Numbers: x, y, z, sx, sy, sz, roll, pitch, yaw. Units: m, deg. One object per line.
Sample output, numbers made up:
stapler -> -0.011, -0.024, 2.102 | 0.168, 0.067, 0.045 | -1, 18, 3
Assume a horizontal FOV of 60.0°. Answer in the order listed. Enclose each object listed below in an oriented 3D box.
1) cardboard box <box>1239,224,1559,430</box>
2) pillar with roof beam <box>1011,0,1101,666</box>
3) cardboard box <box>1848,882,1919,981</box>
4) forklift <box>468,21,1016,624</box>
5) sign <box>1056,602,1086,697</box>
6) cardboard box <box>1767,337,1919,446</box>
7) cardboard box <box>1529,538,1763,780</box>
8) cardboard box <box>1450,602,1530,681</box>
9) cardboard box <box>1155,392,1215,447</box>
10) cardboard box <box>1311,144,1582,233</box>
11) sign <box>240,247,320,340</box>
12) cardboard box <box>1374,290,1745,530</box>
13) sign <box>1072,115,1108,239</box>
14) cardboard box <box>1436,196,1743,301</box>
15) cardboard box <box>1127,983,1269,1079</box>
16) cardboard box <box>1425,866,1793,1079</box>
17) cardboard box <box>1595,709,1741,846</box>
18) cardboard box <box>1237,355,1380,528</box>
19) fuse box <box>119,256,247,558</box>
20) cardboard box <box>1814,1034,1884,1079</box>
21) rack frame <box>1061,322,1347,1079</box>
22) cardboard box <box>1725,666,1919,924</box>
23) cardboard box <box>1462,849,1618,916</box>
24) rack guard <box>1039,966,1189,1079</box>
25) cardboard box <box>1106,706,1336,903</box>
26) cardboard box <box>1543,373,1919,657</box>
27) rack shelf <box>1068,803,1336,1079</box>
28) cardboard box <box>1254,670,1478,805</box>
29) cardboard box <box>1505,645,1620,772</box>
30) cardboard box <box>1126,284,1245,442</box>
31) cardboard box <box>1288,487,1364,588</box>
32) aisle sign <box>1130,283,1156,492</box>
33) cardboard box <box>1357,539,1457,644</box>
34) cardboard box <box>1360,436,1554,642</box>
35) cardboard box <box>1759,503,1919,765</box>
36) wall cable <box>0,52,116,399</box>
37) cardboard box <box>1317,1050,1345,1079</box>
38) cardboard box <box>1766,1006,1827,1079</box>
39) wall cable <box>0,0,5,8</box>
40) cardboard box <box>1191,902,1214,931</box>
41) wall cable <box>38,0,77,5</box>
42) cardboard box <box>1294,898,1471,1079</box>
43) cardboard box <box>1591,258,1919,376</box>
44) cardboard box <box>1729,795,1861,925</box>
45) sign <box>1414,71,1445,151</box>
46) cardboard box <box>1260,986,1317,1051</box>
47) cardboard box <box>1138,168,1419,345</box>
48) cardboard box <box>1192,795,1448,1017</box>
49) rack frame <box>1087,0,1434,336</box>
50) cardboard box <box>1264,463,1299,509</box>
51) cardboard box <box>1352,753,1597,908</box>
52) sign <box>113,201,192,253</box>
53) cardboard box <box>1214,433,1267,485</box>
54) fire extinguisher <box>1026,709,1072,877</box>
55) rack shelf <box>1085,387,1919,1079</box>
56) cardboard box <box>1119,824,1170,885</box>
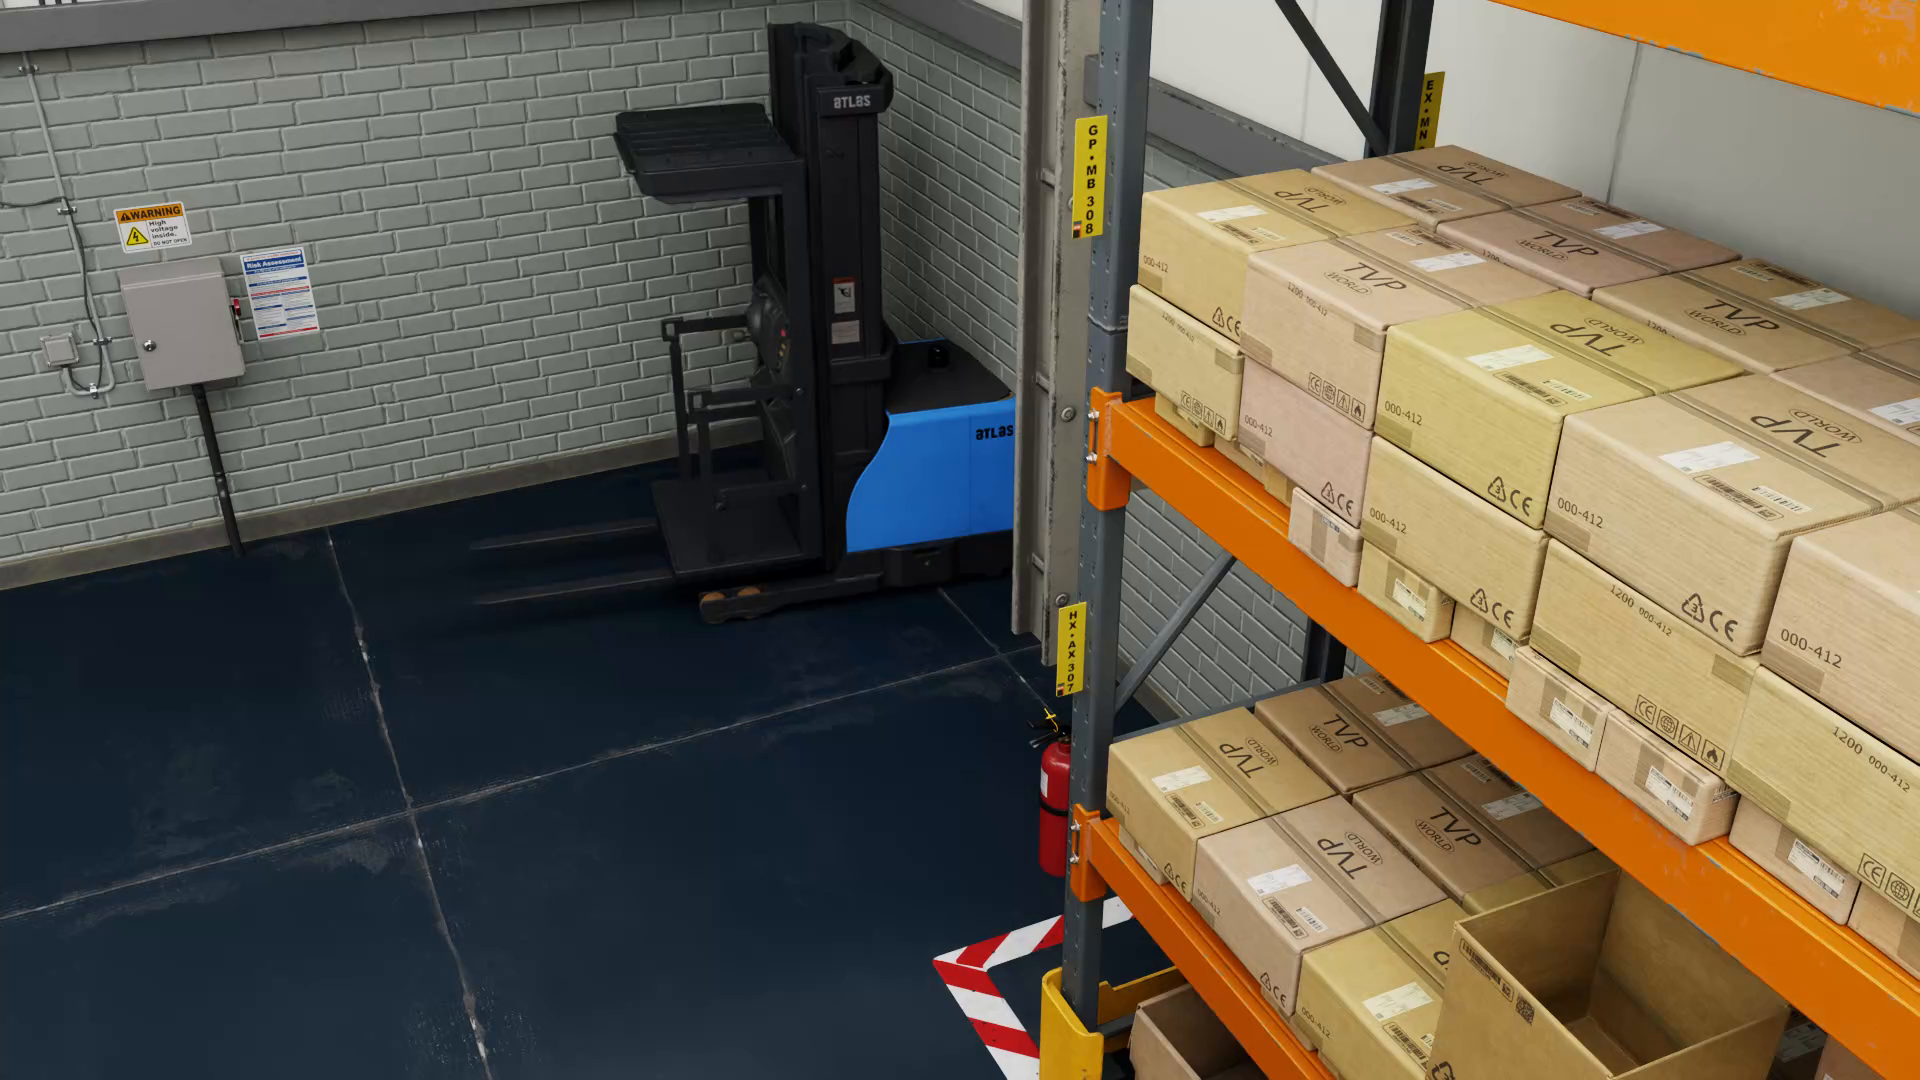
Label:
cardboard box -> 1.005, -0.507, 3.858 | 0.500, 0.250, 0.500 | -13, 32, -22
pillar with roof beam -> -3.392, -2.487, 4.984 | 9.100, 9.000, 0.400 | -13, 32, -22
cardboard box -> 1.736, 0.615, 2.777 | 0.380, 0.149, 0.250 | -12, 31, -20
forklift -> -1.188, -1.115, 8.742 | 3.031, 2.935, 1.130 | -8, 30, -14
sign -> 0.350, 0.343, 5.187 | 0.100, 0.325, 0.005 | -13, 32, -22
cardboard box -> 1.926, -0.165, 3.248 | 0.500, 0.250, 0.500 | -13, 32, -22
cardboard box -> 1.472, 0.160, 3.181 | 0.500, 0.250, 0.500 | -14, 32, -23
cardboard box -> 1.292, 0.167, 3.576 | 0.380, 0.149, 0.250 | -13, 32, -23
cardboard box -> 0.766, -0.403, 4.591 | 0.380, 0.149, 0.250 | -12, 32, -21
cardboard box -> 1.283, -0.847, 4.464 | 0.500, 0.250, 0.500 | -14, 32, -23
sign -> -3.767, -1.366, 9.216 | 0.329, 0.494, 0.001 | -13, 32, -22
cardboard box -> 1.233, -0.288, 3.468 | 0.500, 0.250, 0.500 | -14, 32, -23
sign -> 0.350, -0.969, 4.451 | 0.100, 0.325, 0.005 | -13, 32, -22
cardboard box -> 1.505, -0.617, 4.054 | 0.500, 0.250, 0.500 | -14, 32, -23
cardboard box -> 1.017, 1.802, 5.592 | 0.797, 0.503, 0.637 | -14, 32, -24
cardboard box -> 1.435, 1.135, 3.742 | 0.500, 0.500, 0.500 | -12, 32, -21
cardboard box -> 1.448, 0.404, 3.153 | 0.380, 0.149, 0.250 | -12, 32, -21
cardboard box -> 1.020, -0.293, 3.987 | 0.500, 0.250, 0.500 | -12, 32, -21
fuse box -> -4.124, -0.650, 9.160 | 0.539, 1.711, 0.414 | -13, 32, -22
cardboard box -> 2.158, 1.268, 3.504 | 0.500, 0.500, 0.500 | -14, 32, -23
rack frame -> 0.840, 0.606, 5.602 | 1.000, 3.000, 0.127 | -13, 32, -22
cardboard box -> 1.681, 0.384, 2.781 | 0.500, 0.250, 0.500 | -12, 32, -21
cardboard box -> 1.705, 1.137, 4.504 | 0.500, 0.250, 0.500 | -12, 31, -20
rack guard -> 0.872, 1.730, 6.153 | 1.175, 0.500, 0.348 | -13, 32, -22
cardboard box -> 0.791, 0.799, 5.107 | 0.500, 0.250, 0.500 | -13, 32, -22
cardboard box -> 1.461, -0.065, 3.070 | 0.500, 0.250, 0.500 | -12, 32, -21
rack shelf -> 1.698, 1.804, 4.202 | 1.077, 0.370, 4.000 | -13, 32, -22
cardboard box -> 1.277, 0.690, 5.303 | 0.500, 0.250, 0.500 | -12, 31, -21
cardboard box -> 1.337, 0.295, 3.347 | 0.380, 0.149, 0.250 | -13, 32, -22
cardboard box -> 0.783, -0.513, 4.380 | 0.500, 0.250, 0.500 | -13, 32, -23
cardboard box -> 1.011, -0.044, 3.951 | 0.380, 0.149, 0.250 | -12, 32, -21
aisle sign -> 0.545, -0.496, 4.910 | 0.394, 0.787, 0.004 | -13, 32, -22
cardboard box -> 1.130, 0.070, 3.748 | 0.380, 0.149, 0.250 | -13, 32, -22
cardboard box -> 1.229, -0.064, 3.580 | 0.500, 0.250, 0.500 | -14, 32, -23
cardboard box -> 1.687, 0.162, 2.665 | 0.500, 0.250, 0.500 | -12, 32, -21
wall cable -> -4.808, -1.582, 8.465 | 0.588, 1.984, 0.122 | -13, 32, -22
cardboard box -> 1.200, 1.371, 4.495 | 0.380, 0.149, 0.250 | -13, 32, -21
cardboard box -> 1.930, 1.368, 4.092 | 0.500, 0.250, 0.500 | -13, 32, -22
wall cable -> -5.658, -3.577, 6.928 | 2.355, 3.000, 0.029 | -13, 32, -22
cardboard box -> 0.884, 1.021, 5.118 | 0.380, 0.149, 0.250 | -12, 32, -21
wall cable -> -3.126, -4.161, 7.932 | 2.988, 3.039, 0.133 | -13, 32, -22
cardboard box -> 1.228, 1.245, 4.312 | 0.500, 0.250, 0.500 | -14, 32, -23
cardboard box -> 1.736, -0.391, 3.652 | 0.500, 0.250, 0.500 | -13, 32, -21
cardboard box -> 1.623, 0.505, 2.973 | 0.380, 0.149, 0.250 | -13, 32, -21
sign -> 1.349, -1.196, 4.843 | 0.100, 0.325, 0.005 | -13, 32, -22
cardboard box -> 1.081, 1.255, 4.702 | 0.380, 0.149, 0.250 | -12, 31, -20
cardboard box -> 0.803, -0.736, 4.266 | 0.500, 0.250, 0.500 | -13, 32, -23
cardboard box -> 1.008, 1.022, 4.710 | 0.500, 0.250, 0.500 | -13, 32, -21
rack frame -> 0.840, -2.010, 4.134 | 1.000, 3.000, 0.127 | -13, 32, -22
cardboard box -> 0.997, -0.175, 4.186 | 0.380, 0.149, 0.250 | -13, 32, -22
cardboard box -> 1.497, 0.918, 4.896 | 0.500, 0.250, 0.500 | -13, 32, -22
sign -> -4.263, -1.652, 8.785 | 0.339, 0.242, 0.001 | -13, 32, -22
cardboard box -> 0.903, -0.292, 4.395 | 0.380, 0.149, 0.250 | -12, 32, -21
fire extinguisher -> 0.359, 0.835, 5.655 | 0.296, 0.674, 0.183 | -13, 32, -22
rack shelf -> 1.698, 0.495, 3.468 | 1.077, 0.370, 4.000 | -13, 32, -22
cardboard box -> 0.733, 0.919, 5.301 | 0.380, 0.149, 0.250 | -13, 32, -22
